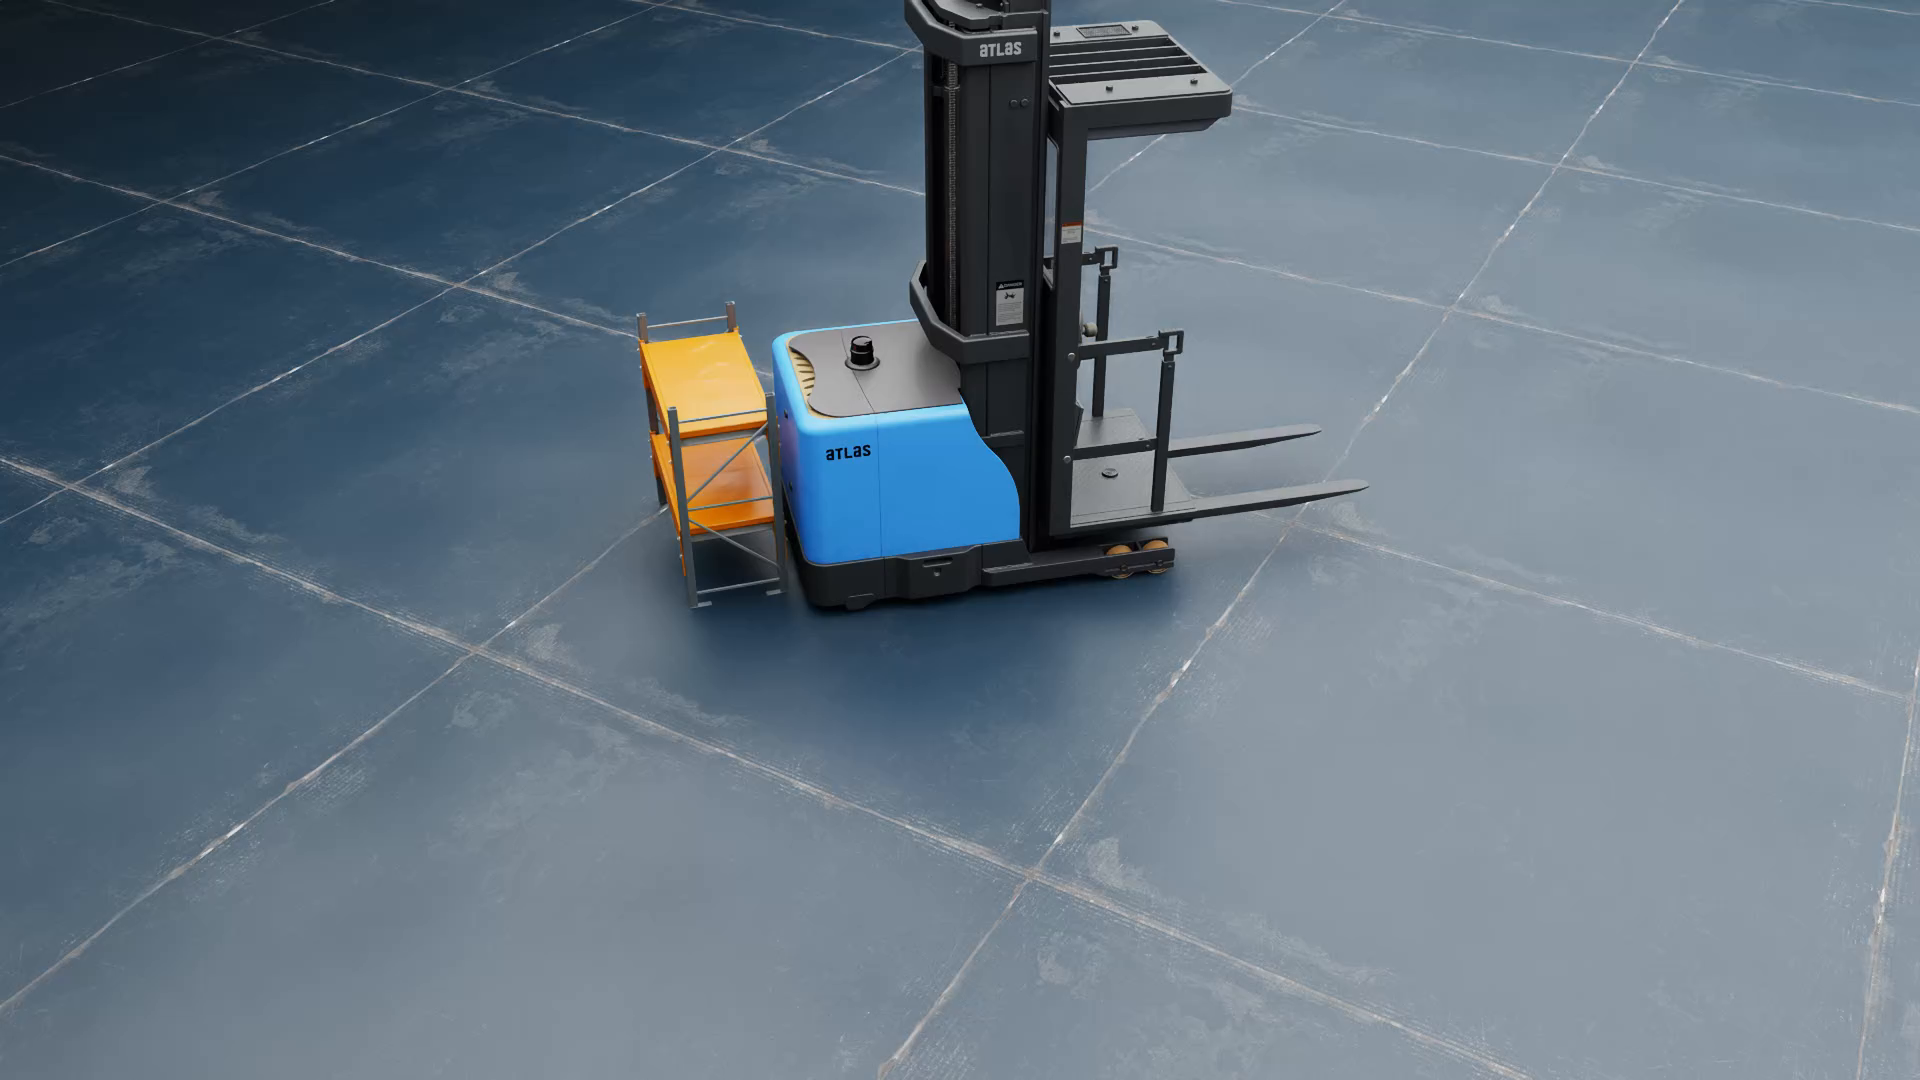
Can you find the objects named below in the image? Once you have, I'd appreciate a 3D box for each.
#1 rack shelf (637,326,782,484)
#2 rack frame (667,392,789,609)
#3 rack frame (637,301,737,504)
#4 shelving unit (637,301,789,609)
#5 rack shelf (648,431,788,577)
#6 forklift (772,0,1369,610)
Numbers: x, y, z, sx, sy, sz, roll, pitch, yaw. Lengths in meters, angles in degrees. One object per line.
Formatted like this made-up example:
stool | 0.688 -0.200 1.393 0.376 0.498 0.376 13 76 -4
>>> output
rack shelf | -1.251 -0.687 8.238 0.538 0.278 1.000 -10 35 -14
rack frame | -1.103 -0.174 7.996 0.500 1.125 0.032 -10 35 -14
rack frame | -1.400 -0.713 8.805 0.500 1.125 0.032 -10 35 -14
shelving unit | -1.251 -0.443 8.401 0.538 1.125 1.048 -10 35 -14
rack shelf | -1.251 -0.240 8.536 0.538 0.278 1.000 -10 35 -14
forklift | 0.613 -1.302 8.060 3.031 2.935 1.130 -8 34 -11
